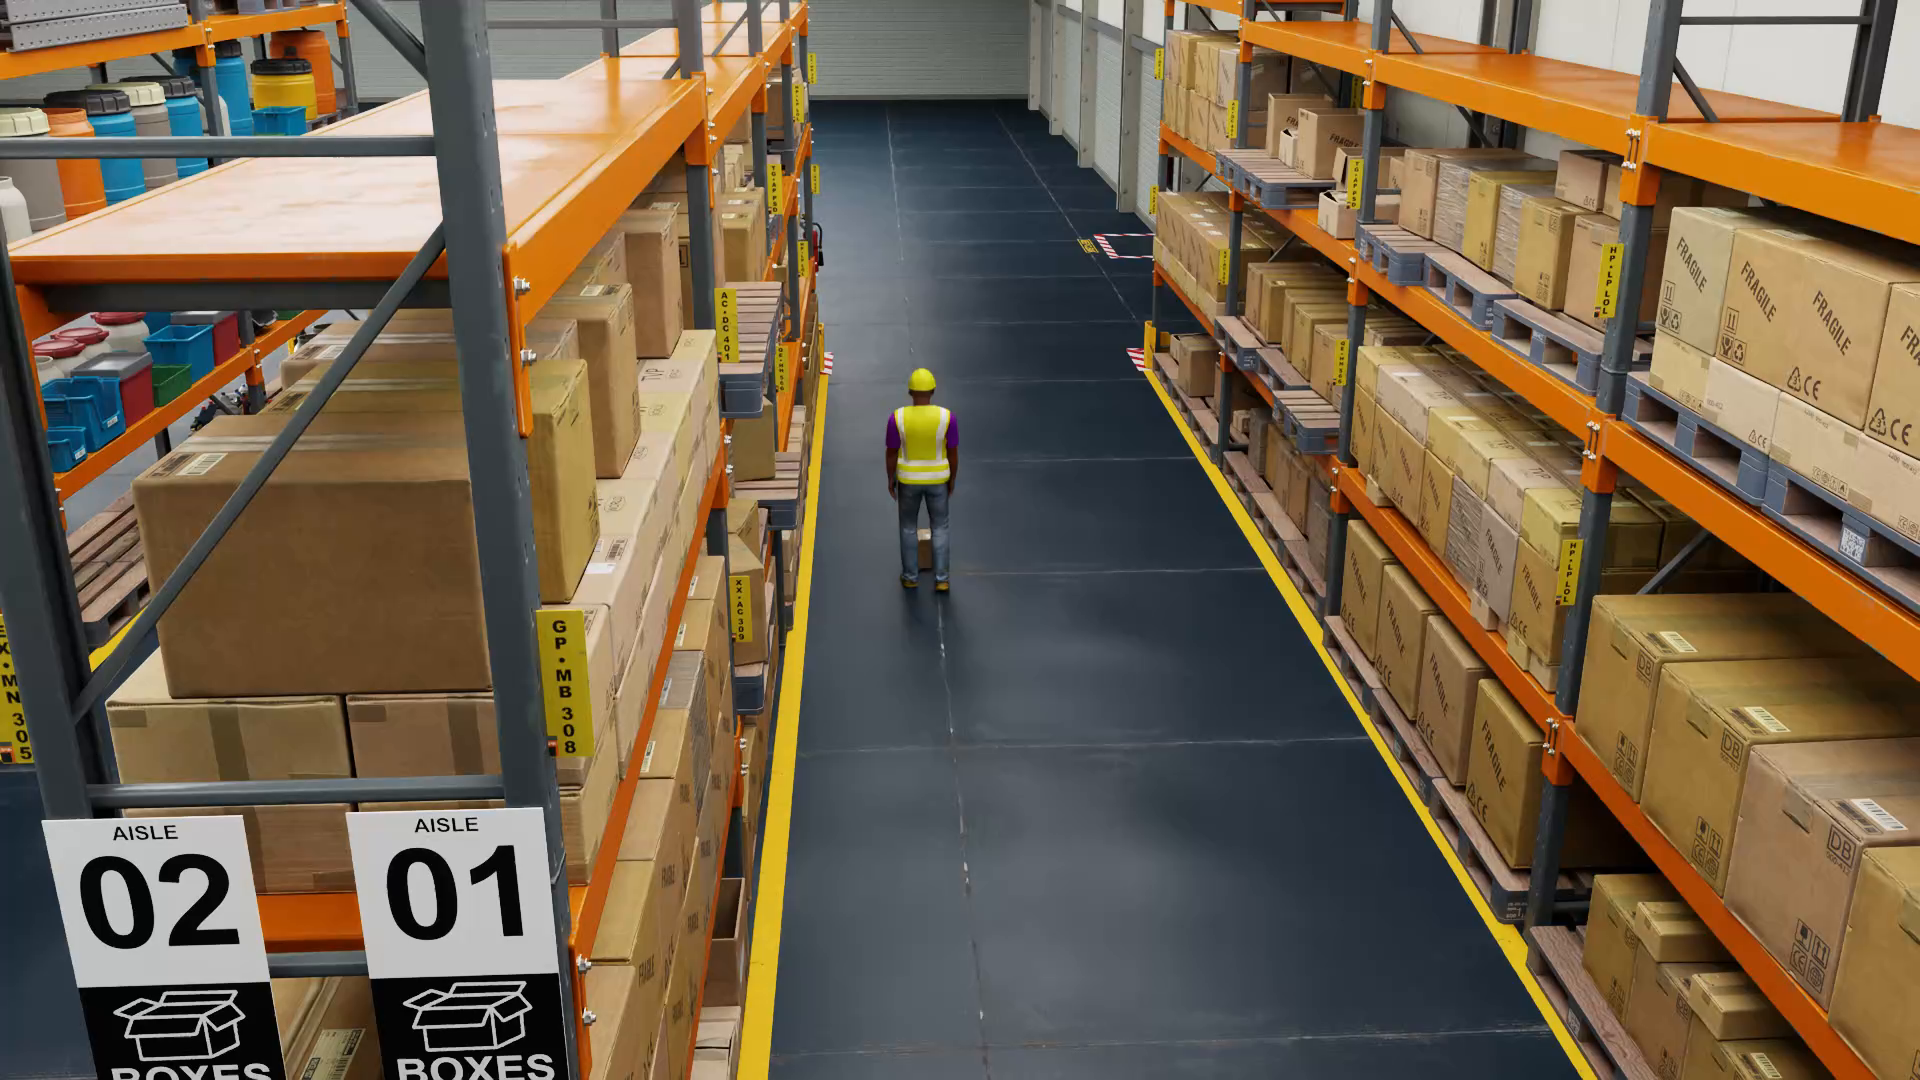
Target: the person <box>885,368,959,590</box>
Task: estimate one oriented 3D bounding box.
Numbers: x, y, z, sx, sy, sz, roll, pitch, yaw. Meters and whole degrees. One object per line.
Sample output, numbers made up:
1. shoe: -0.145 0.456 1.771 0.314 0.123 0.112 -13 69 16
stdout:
1. person: -0.294 -0.442 12.856 0.562 1.824 0.397 -1 20 -2
